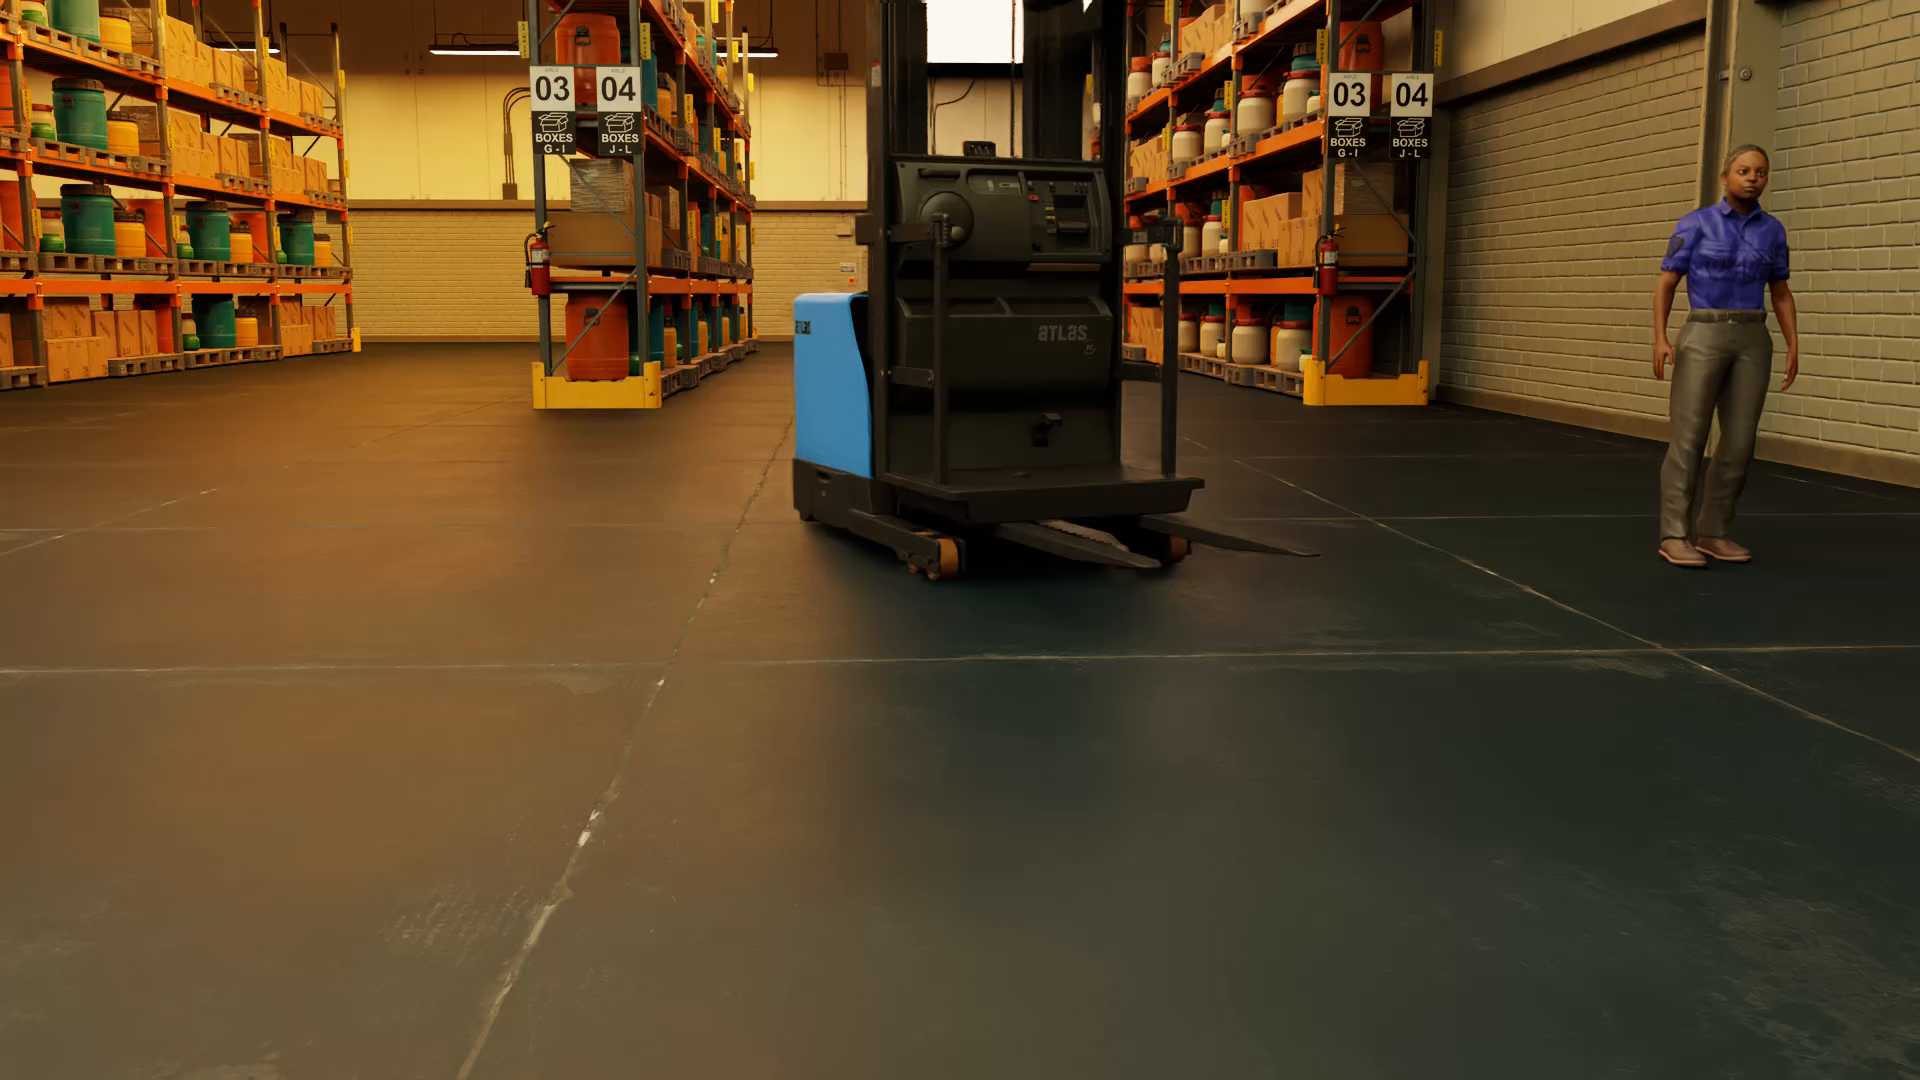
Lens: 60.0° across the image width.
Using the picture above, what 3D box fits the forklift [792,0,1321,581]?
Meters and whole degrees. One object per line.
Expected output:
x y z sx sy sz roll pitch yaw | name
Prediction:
0.273 -1.367 6.535 1.130 2.935 3.031 -4 9 -24 | forklift

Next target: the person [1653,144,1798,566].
3.082 -0.737 6.637 0.586 1.660 0.491 0 8 -1 | person
